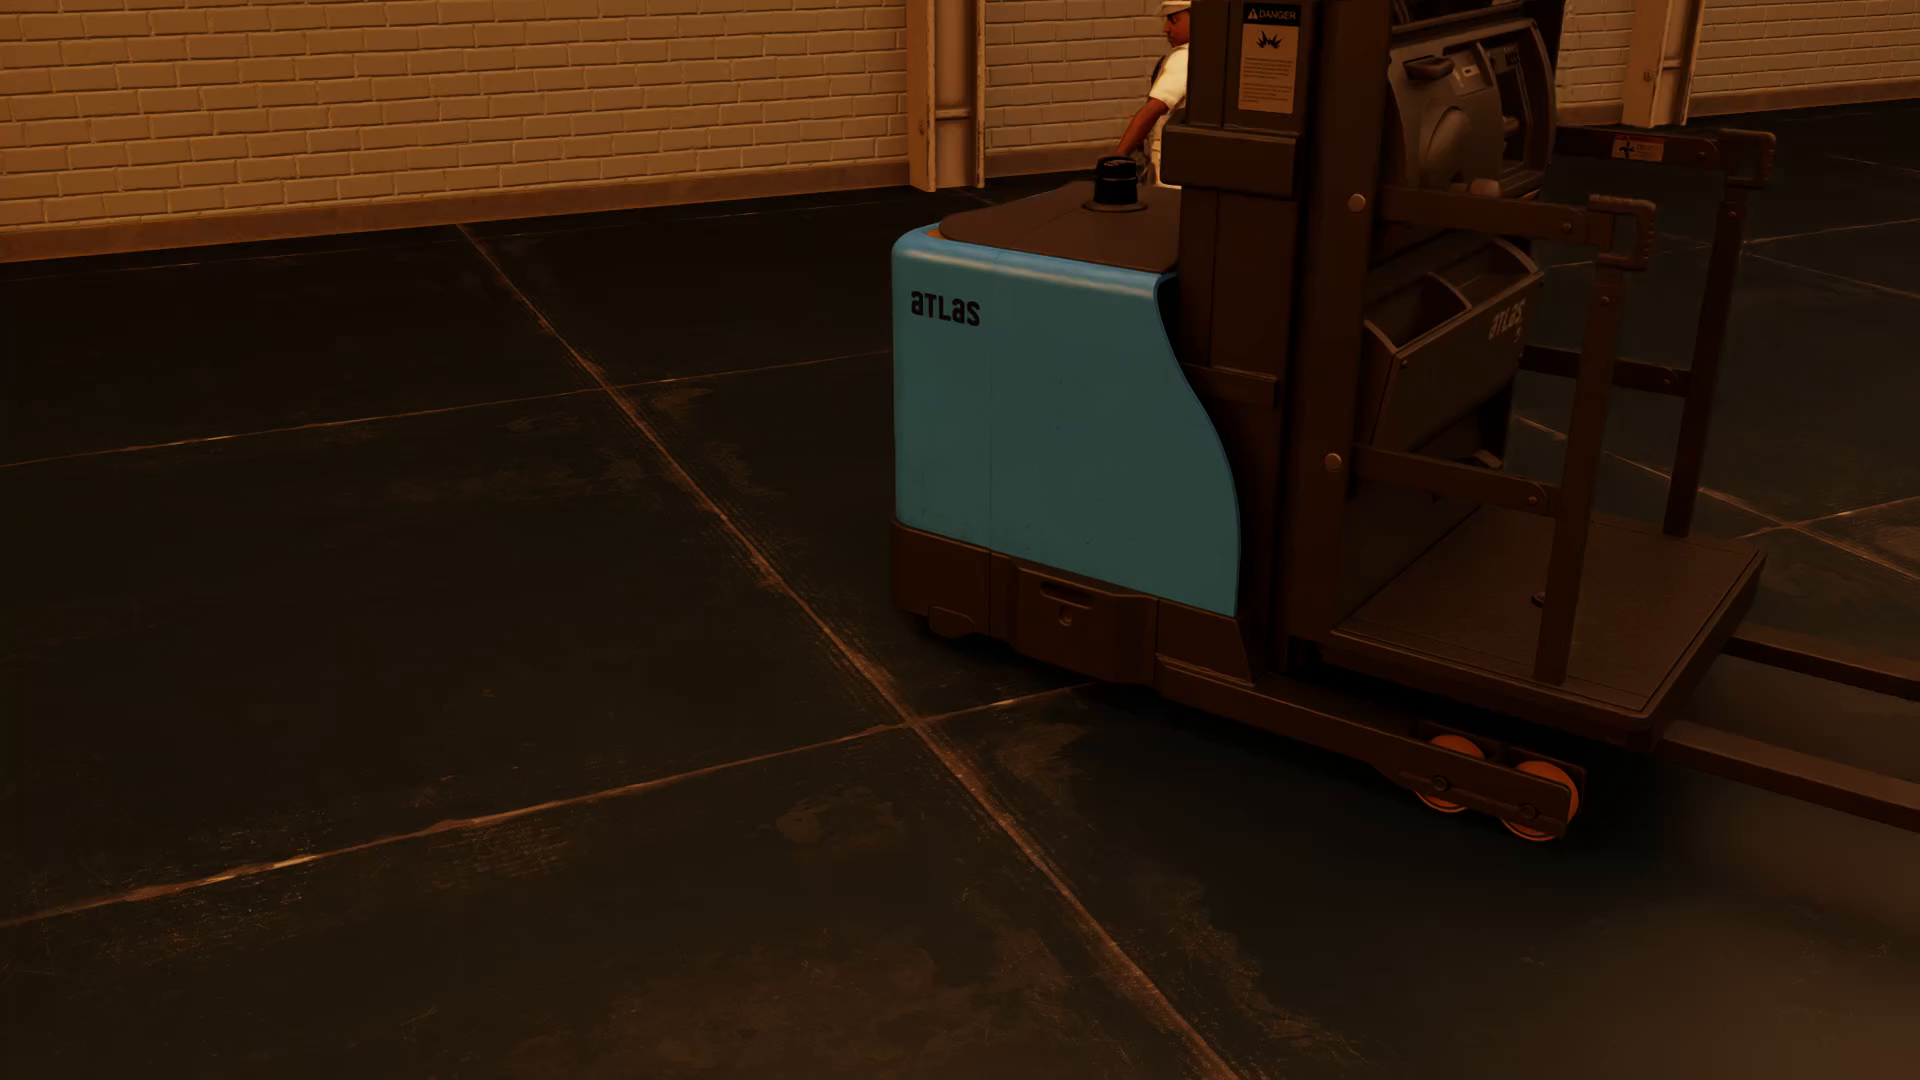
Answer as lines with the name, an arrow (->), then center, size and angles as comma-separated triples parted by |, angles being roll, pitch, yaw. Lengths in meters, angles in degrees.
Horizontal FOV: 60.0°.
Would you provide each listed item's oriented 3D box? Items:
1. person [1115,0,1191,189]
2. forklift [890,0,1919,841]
person -> 0.857, -1.360, 6.433 | 0.910, 1.552, 0.494 | -11, 25, -24
forklift -> 1.303, -0.942, 3.553 | 3.031, 2.935, 1.130 | 16, 27, 33
